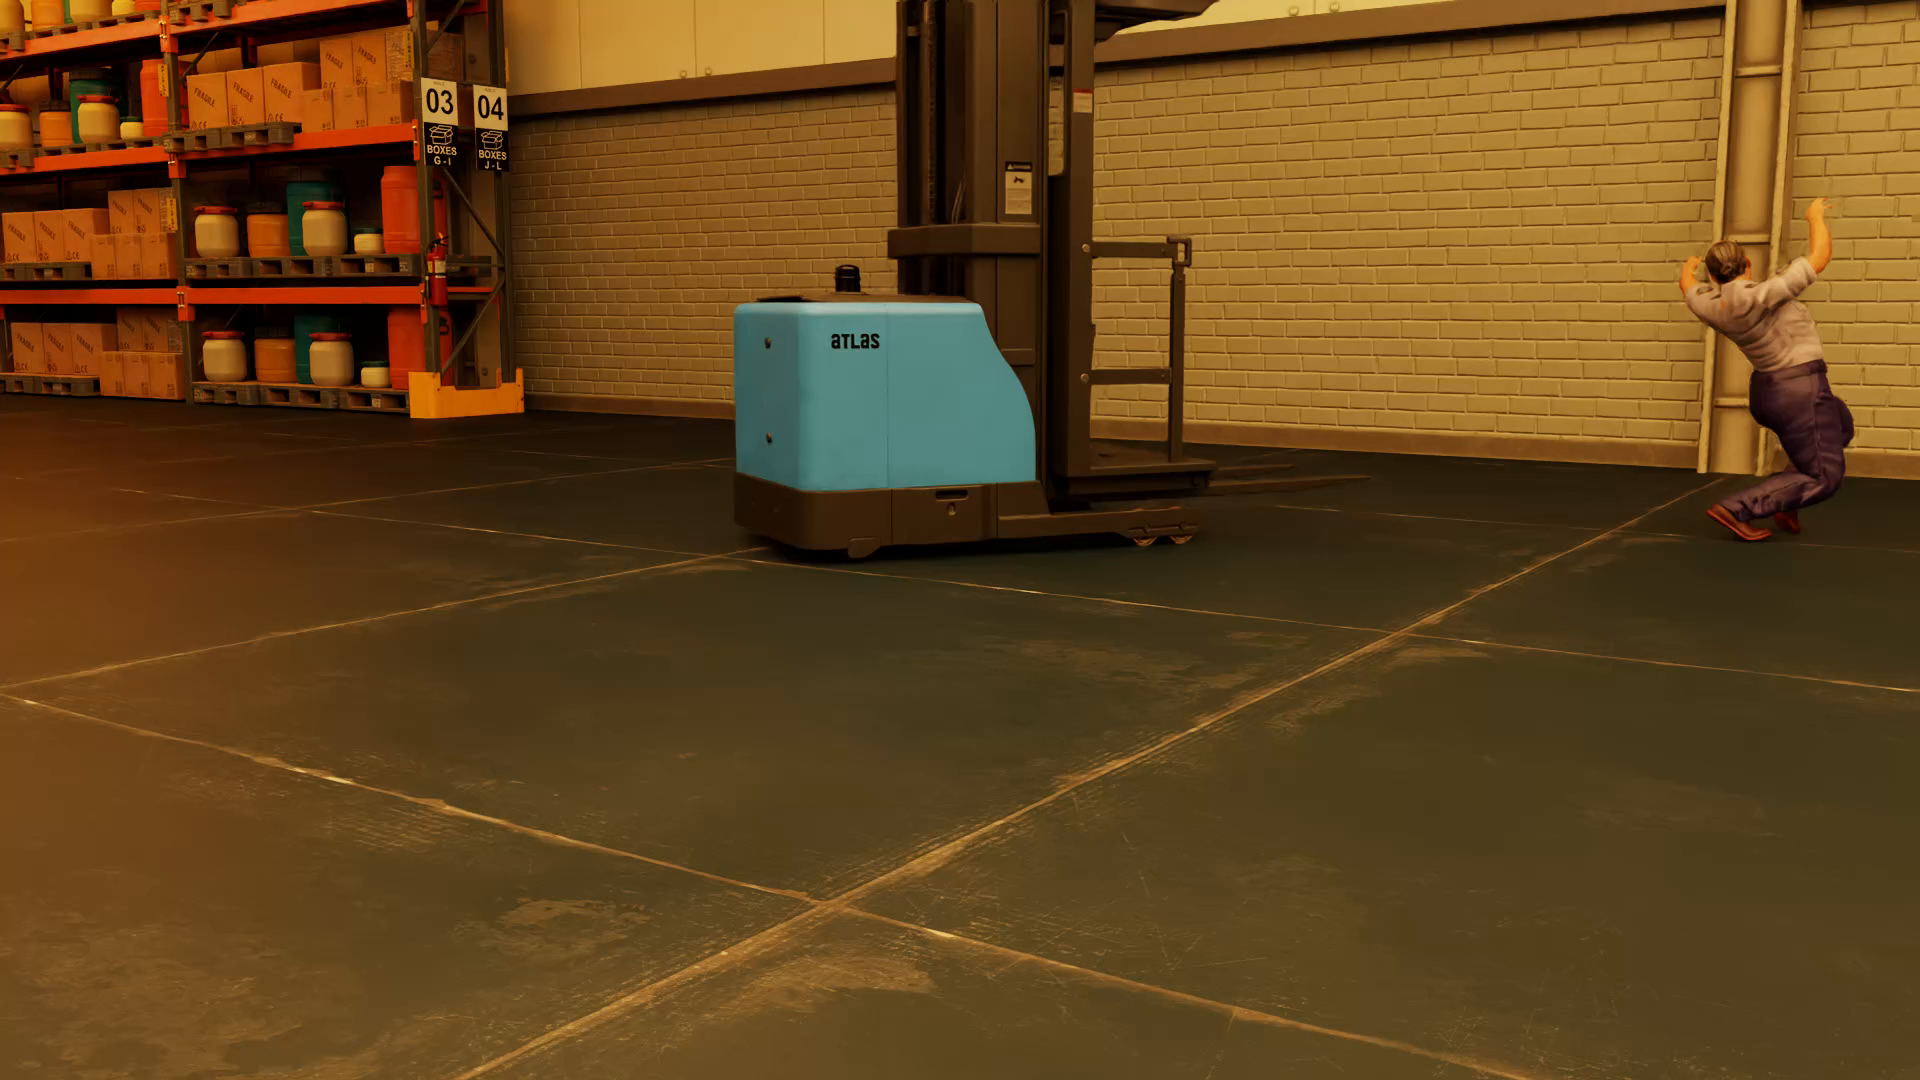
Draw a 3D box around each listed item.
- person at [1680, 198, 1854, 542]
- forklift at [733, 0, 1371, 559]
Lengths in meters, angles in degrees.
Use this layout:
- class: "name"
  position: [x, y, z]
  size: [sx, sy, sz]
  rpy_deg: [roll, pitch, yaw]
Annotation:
- class: "person"
  position: [3.793, -0.785, 7.775]
  size: [0.776, 1.569, 1.026]
  rpy_deg: [1, 8, 4]
- class: "forklift"
  position: [0.518, -1.491, 7.675]
  size: [3.031, 2.935, 1.130]
  rpy_deg: [-4, 9, -25]
